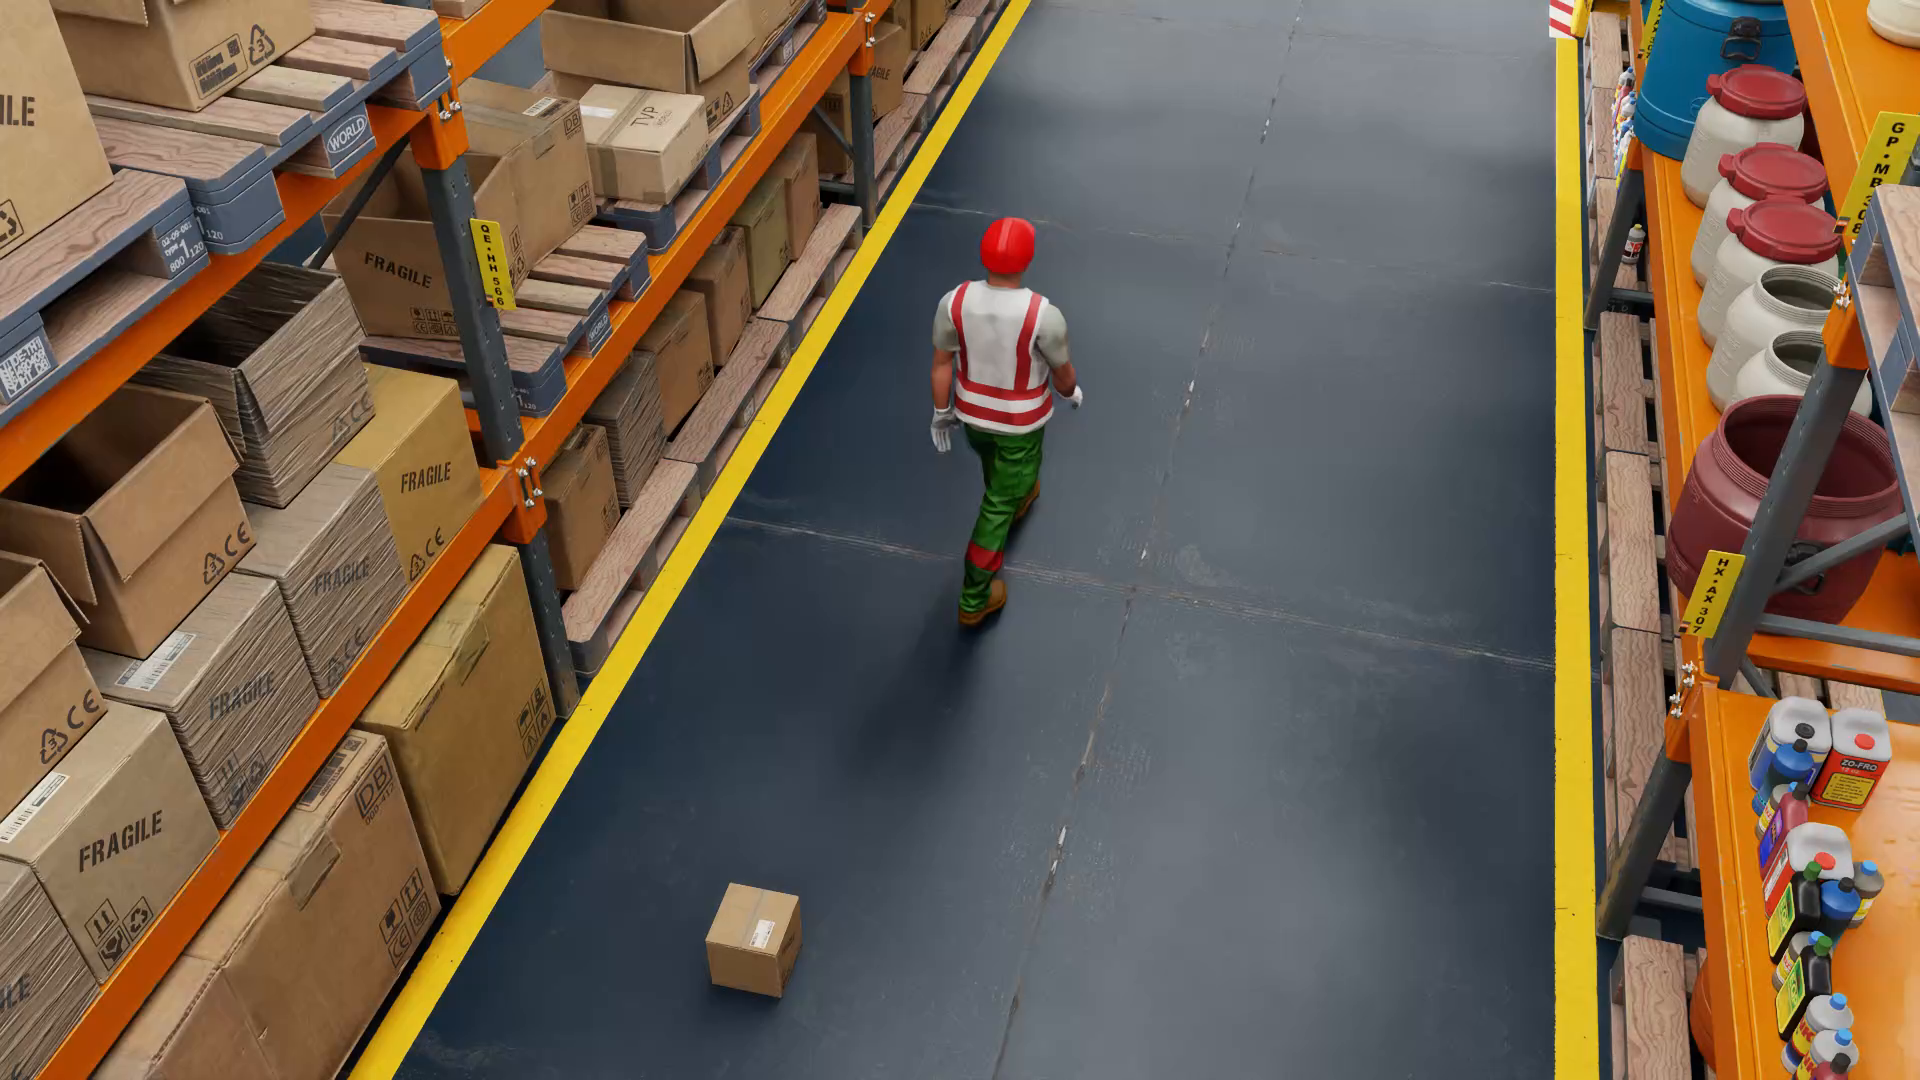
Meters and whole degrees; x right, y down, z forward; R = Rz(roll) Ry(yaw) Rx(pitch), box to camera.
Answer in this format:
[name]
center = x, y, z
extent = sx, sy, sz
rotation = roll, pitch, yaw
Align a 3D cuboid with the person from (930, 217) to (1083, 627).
[person]
center = 0.219, -0.591, 6.796
extent = 0.540, 1.724, 1.035
rotation = 18, 44, 19
